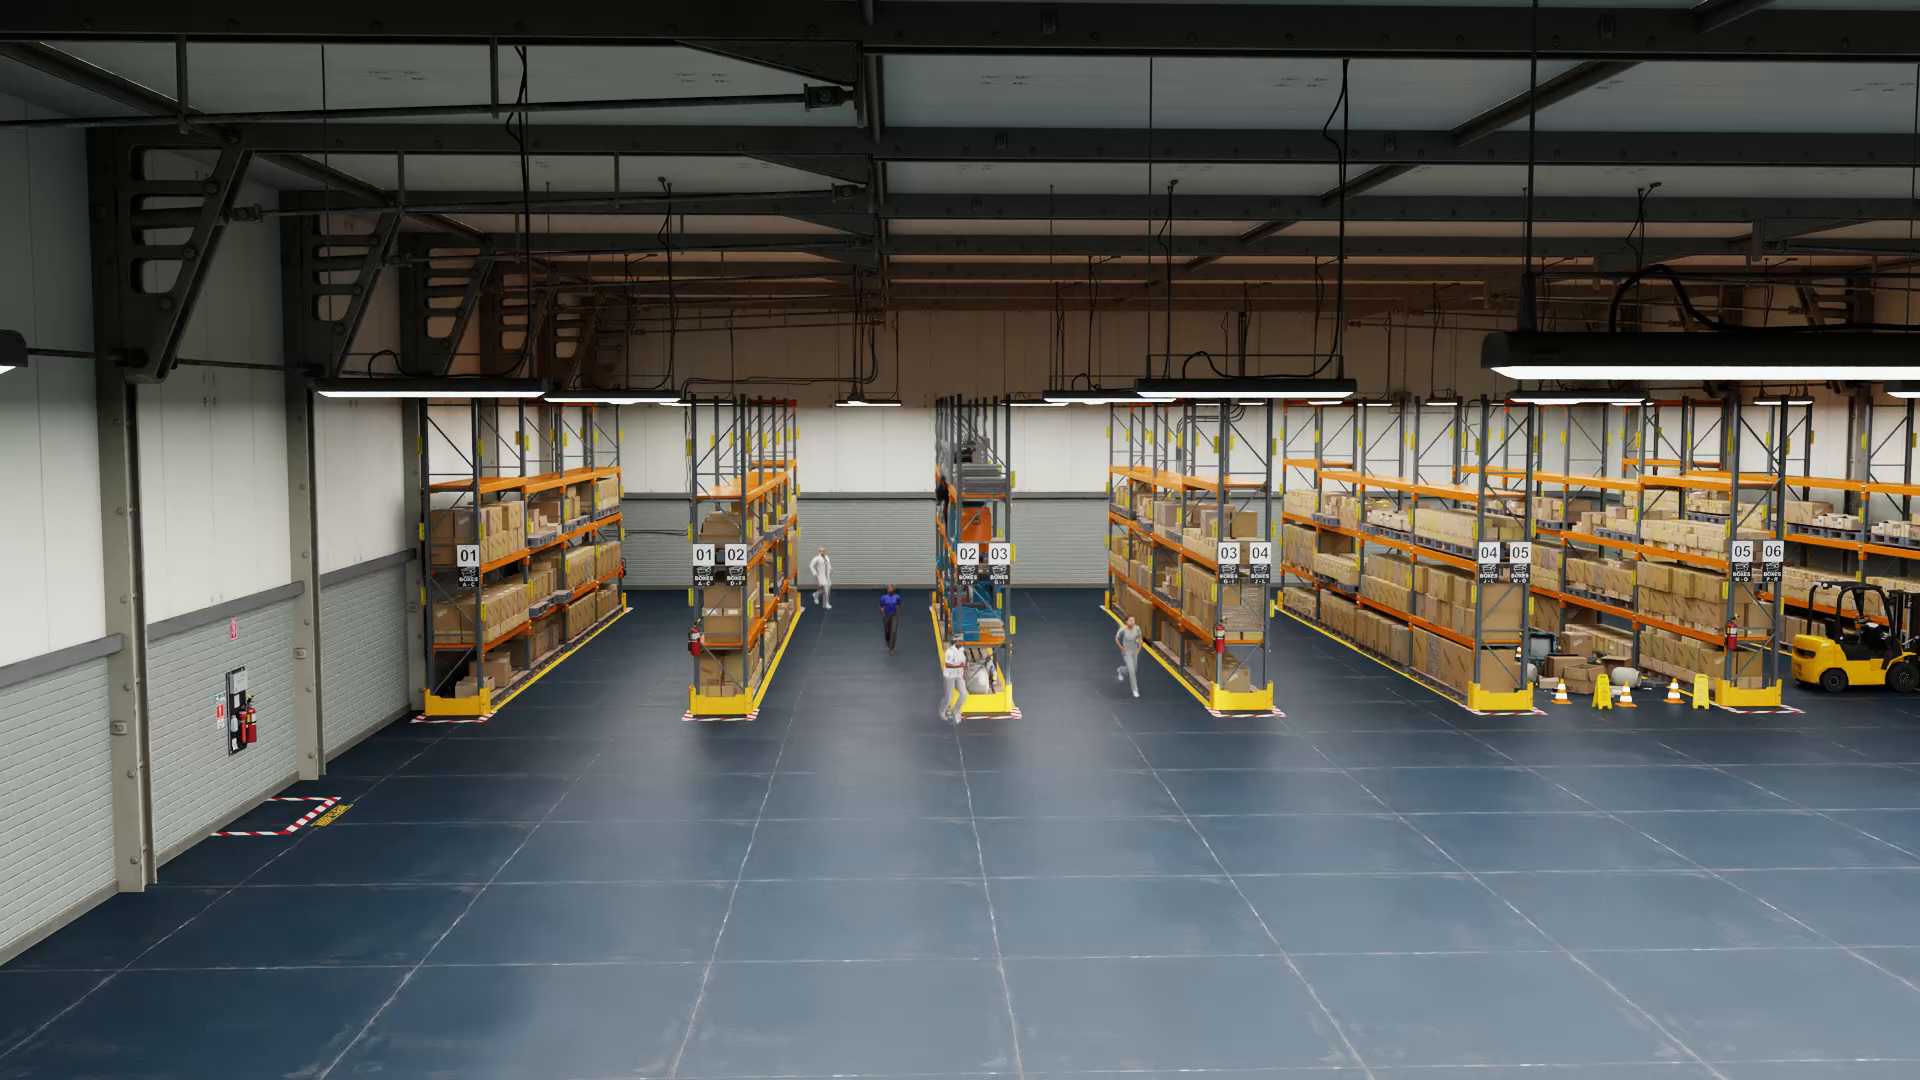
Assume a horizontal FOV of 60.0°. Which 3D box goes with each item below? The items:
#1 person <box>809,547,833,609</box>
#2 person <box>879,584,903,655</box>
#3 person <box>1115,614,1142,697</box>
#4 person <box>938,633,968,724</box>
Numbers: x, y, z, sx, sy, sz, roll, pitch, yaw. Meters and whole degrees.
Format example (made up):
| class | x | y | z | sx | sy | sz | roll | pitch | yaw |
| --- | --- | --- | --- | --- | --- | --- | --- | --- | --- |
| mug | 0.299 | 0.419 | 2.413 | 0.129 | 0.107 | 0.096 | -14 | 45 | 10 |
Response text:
| class | x | y | z | sx | sy | sz | roll | pitch | yaw |
| --- | --- | --- | --- | --- | --- | --- | --- | --- | --- |
| person | -3.976 | 1.086 | 47.934 | 0.793 | 1.759 | 0.748 | 4 | 6 | 38 |
| person | -1.621 | 1.857 | 39.049 | 0.578 | 1.636 | 0.791 | 0 | 5 | -4 |
| person | 3.378 | 2.296 | 33.502 | 0.569 | 1.656 | 0.896 | -2 | 5 | -20 |
| person | -0.091 | 2.534 | 30.271 | 0.566 | 1.739 | 0.759 | -4 | 6 | -42 |
